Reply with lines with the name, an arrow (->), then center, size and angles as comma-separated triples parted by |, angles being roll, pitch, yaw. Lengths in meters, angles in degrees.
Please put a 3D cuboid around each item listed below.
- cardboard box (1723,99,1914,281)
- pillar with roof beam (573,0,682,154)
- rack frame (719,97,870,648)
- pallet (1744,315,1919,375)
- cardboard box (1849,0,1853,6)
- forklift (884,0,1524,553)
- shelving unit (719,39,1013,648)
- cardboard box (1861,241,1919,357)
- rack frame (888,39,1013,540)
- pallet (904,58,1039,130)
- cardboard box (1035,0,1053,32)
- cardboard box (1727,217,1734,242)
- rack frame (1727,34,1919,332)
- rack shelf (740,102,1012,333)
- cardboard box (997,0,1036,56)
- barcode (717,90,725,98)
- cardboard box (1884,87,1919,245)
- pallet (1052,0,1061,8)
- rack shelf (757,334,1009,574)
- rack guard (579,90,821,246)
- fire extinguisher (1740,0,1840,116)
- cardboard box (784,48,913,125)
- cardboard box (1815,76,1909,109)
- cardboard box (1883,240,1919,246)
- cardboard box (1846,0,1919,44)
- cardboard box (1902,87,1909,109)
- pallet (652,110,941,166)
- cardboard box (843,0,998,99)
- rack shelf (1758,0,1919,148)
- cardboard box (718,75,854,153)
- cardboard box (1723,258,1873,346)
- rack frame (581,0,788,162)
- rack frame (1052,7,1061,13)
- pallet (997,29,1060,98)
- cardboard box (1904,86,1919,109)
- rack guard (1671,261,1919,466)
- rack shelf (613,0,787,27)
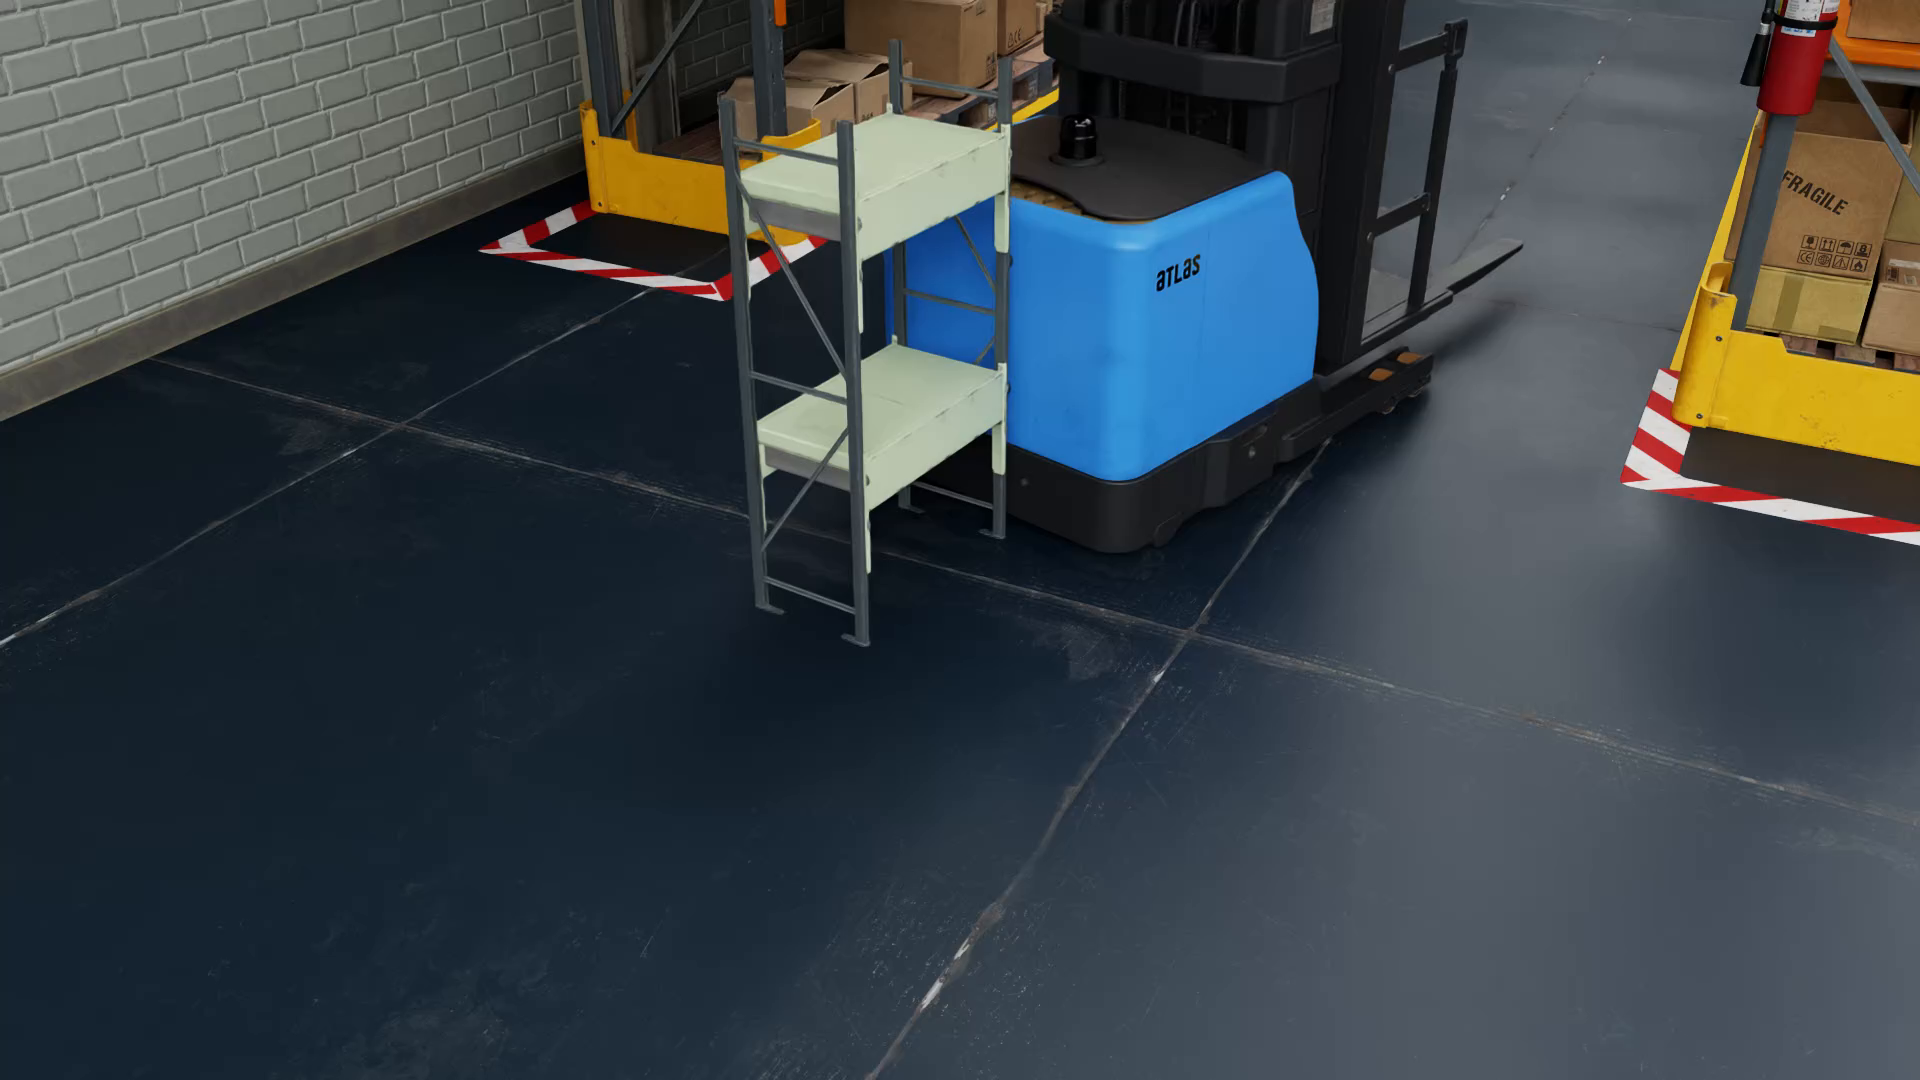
cardboard box -> 3.146, -1.305, 6.096 | 0.500, 0.500, 0.500 | 14, 33, 23
pillar with roof beam -> 2.136, -4.938, 4.813 | 9.100, 9.000, 0.400 | 14, 33, 23
rack frame -> -0.429, -0.403, 4.445 | 0.400, 1.500, 0.023 | 18, 34, 28
pallet -> 3.477, -0.824, 6.473 | 1.003, 0.211, 1.213 | 14, 33, 23
cardboard box -> 3.625, -2.166, 5.909 | 0.700, 0.500, 0.500 | 15, 33, 25
forklift -> 1.104, -1.880, 5.580 | 1.130, 2.935, 3.031 | 24, 38, 36
shelving unit -> -0.229, -0.555, 4.711 | 0.431, 1.500, 0.755 | 18, 34, 28
cardboard box -> 3.609, -0.862, 6.078 | 0.500, 0.250, 0.500 | 14, 33, 23
rack frame -> -0.029, -0.708, 4.976 | 0.400, 1.500, 0.023 | 18, 34, 28
pallet -> -0.252, -2.522, 9.430 | 1.003, 0.211, 1.213 | 14, 33, 23
cardboard box -> 0.360, -3.298, 10.385 | 0.380, 0.166, 0.250 | 10, 31, 17
cardboard box -> 3.365, -1.203, 6.673 | 0.500, 0.250, 0.500 | 14, 33, 23
rack frame -> 3.166, -1.685, 5.171 | 1.000, 3.000, 0.127 | 14, 33, 23
rack shelf -> -0.229, -0.894, 4.516 | 0.431, 0.370, 0.720 | 18, 34, 28
cardboard box -> 0.140, -3.218, 9.909 | 0.500, 0.500, 0.500 | 12, 32, 20
barcode -> -1.198, -2.221, 8.354 | 0.001, 0.075, 0.075 | 14, 33, 23
cardboard box -> 3.835, -1.409, 6.278 | 0.500, 0.500, 0.500 | 14, 33, 23
pallet -> 0.930, -3.716, 11.509 | 1.003, 0.211, 1.213 | 14, 33, 23
rack shelf -> -0.229, -0.272, 4.873 | 0.431, 0.370, 0.720 | 18, 34, 28
rack guard -> -1.211, -1.756, 7.807 | 1.175, 0.500, 0.348 | 14, 33, 23
fire extinguisher -> 2.699, -1.704, 5.283 | 0.296, 0.674, 0.183 | 14, 33, 23
cardboard box -> -0.590, -2.371, 8.624 | 0.500, 0.311, 0.500 | 17, 34, 27
cardboard box -> 3.588, -1.751, 6.874 | 0.500, 0.500, 0.500 | 14, 33, 23
cardboard box -> 3.833, -1.084, 6.465 | 0.500, 0.250, 0.500 | 14, 33, 23
cardboard box -> 3.390, -1.932, 5.502 | 0.700, 0.500, 0.500 | 14, 33, 23
cardboard box -> 4.294, -1.851, 7.048 | 0.500, 0.500, 0.500 | 14, 33, 23
pallet -> -0.809, -1.983, 8.492 | 1.003, 0.211, 1.213 | 14, 33, 23
cardboard box -> -0.212, -2.766, 9.124 | 0.700, 0.500, 0.500 | 12, 32, 20
rack shelf -> 4.077, -2.259, 6.895 | 1.077, 0.370, 4.000 | 14, 33, 23
cardboard box -> -0.850, -2.118, 8.184 | 0.500, 0.311, 0.500 | 11, 32, 18
cardboard box -> 3.147, -0.979, 6.282 | 0.500, 0.250, 0.500 | 14, 33, 23
rack frame -> -1.245, -2.807, 7.125 | 1.000, 3.000, 0.127 | 14, 33, 23
rack frame -> 0.577, -4.580, 10.213 | 1.000, 3.000, 0.127 | 14, 33, 23
pallet -> 0.302, -3.065, 10.375 | 1.003, 0.211, 1.213 | 14, 33, 23
cardboard box -> 4.051, -1.633, 6.669 | 0.500, 0.500, 0.500 | 14, 33, 23
rack guard -> 3.155, -0.590, 5.775 | 1.175, 0.500, 0.348 | 14, 33, 23
rack shelf -> -0.334, -3.381, 8.849 | 1.077, 0.370, 4.000 | 14, 33, 23
